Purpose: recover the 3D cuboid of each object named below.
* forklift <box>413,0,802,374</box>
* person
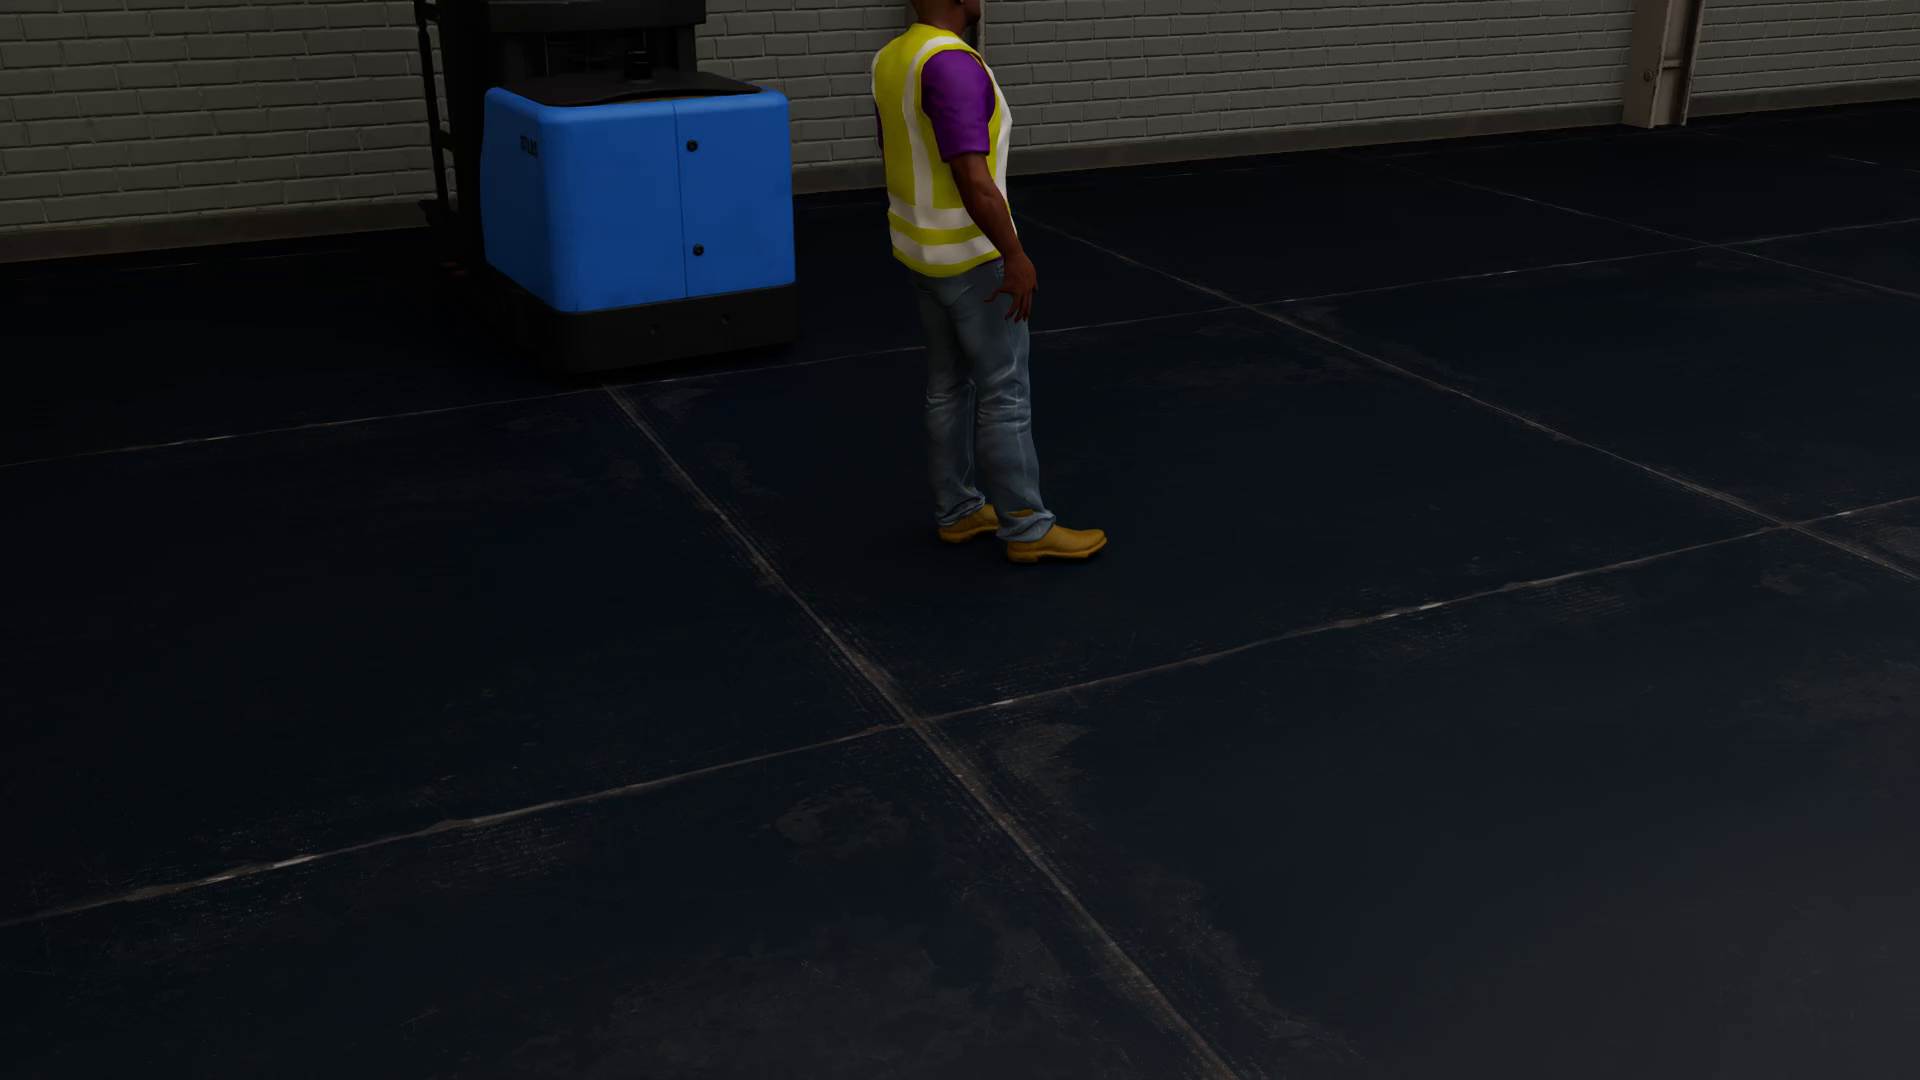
[{"bbox_3d":[-1.841,-2.524,7.361,1.130,2.935,3.031,-13,26,-28],"label":"forklift"},{"bbox_3d":[0.066,-0.832,4.789,0.575,1.768,0.666,-10,25,-23],"label":"person"}]
